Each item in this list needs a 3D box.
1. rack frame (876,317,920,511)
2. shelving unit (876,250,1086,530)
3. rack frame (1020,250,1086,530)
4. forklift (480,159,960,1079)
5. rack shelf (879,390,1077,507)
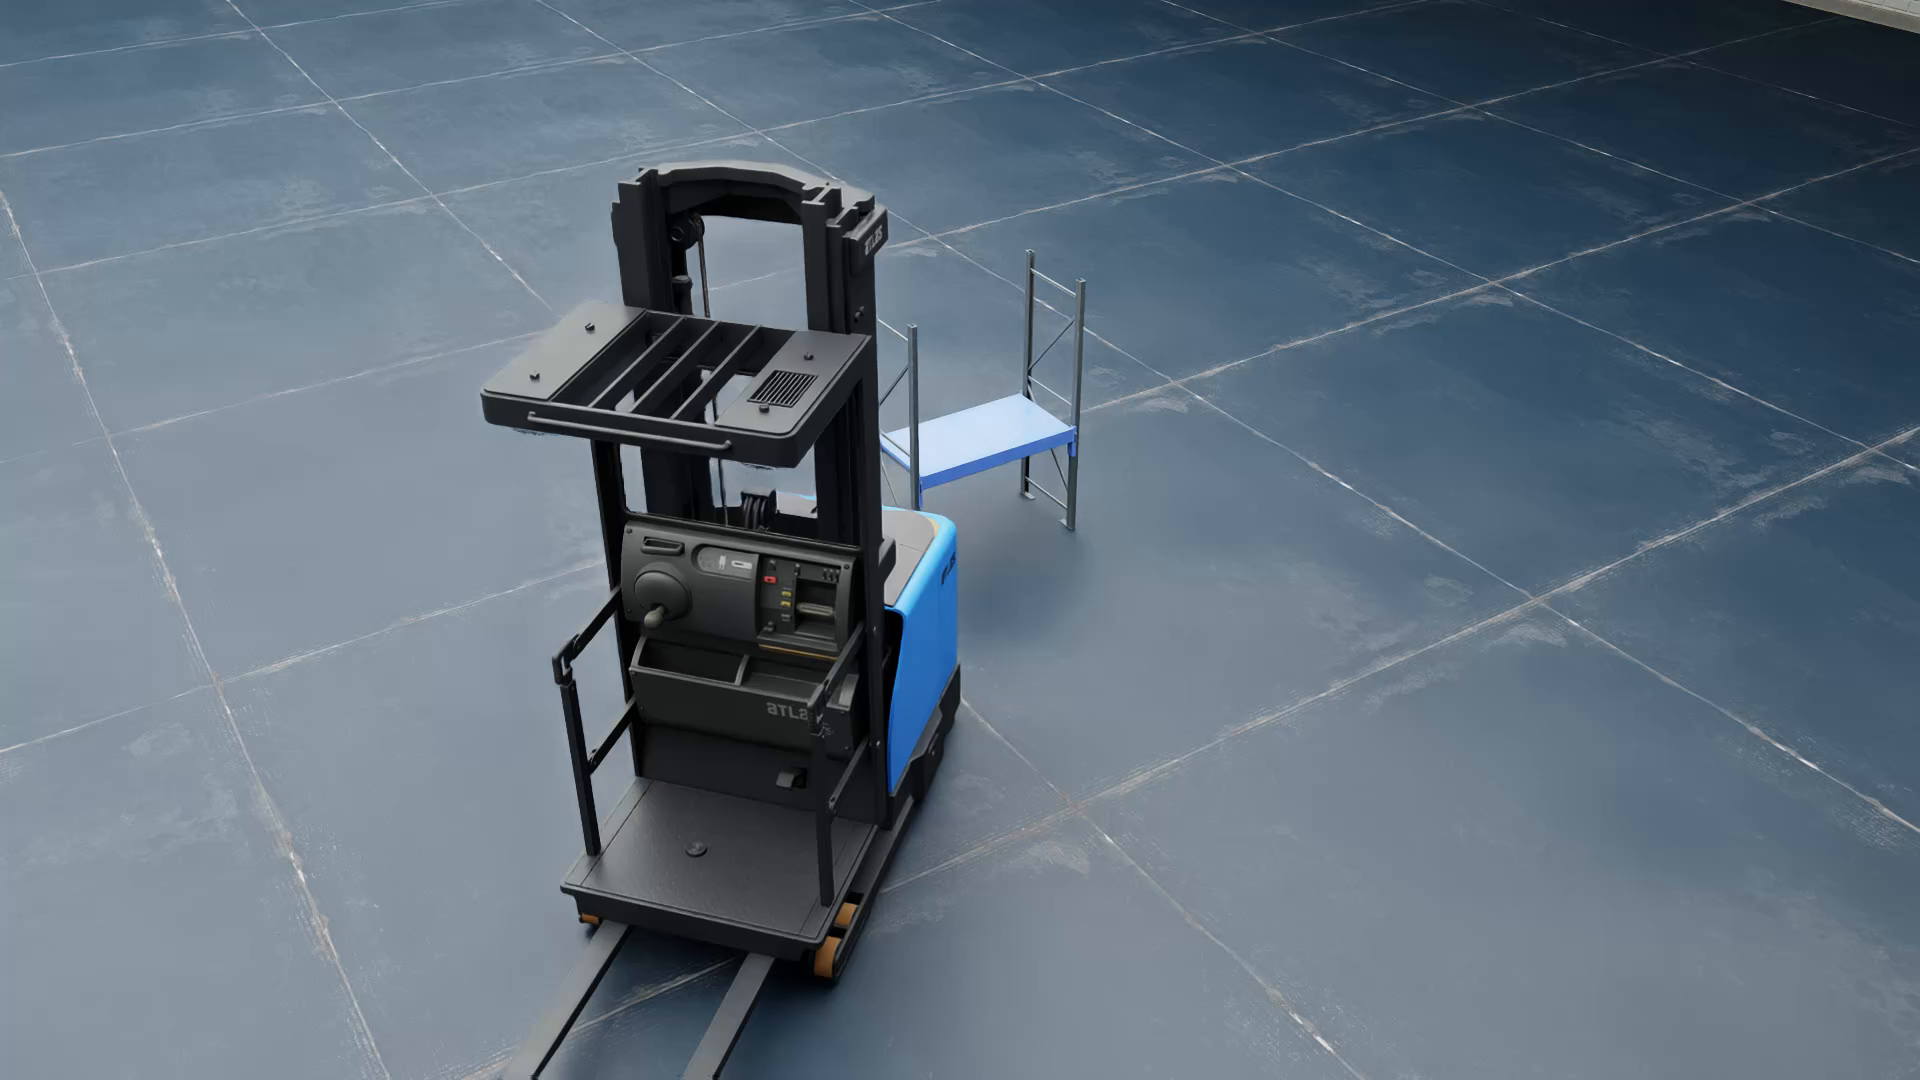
[{"bbox_3d":[-0.356,-0.512,8.656,0.032,1.500,0.500,-19,37,-27],"label":"rack frame"},{"bbox_3d":[0.072,-0.659,8.889,1.048,1.500,0.538,-19,37,-27],"label":"shelving unit"},{"bbox_3d":[0.499,-0.806,9.122,0.032,1.500,0.500,-19,37,-27],"label":"rack frame"},{"bbox_3d":[-0.907,0.242,6.119,1.130,2.935,3.031,9,33,14],"label":"forklift"},{"bbox_3d":[0.072,-0.507,8.985,1.000,0.185,0.538,-19,37,-27],"label":"rack shelf"}]
